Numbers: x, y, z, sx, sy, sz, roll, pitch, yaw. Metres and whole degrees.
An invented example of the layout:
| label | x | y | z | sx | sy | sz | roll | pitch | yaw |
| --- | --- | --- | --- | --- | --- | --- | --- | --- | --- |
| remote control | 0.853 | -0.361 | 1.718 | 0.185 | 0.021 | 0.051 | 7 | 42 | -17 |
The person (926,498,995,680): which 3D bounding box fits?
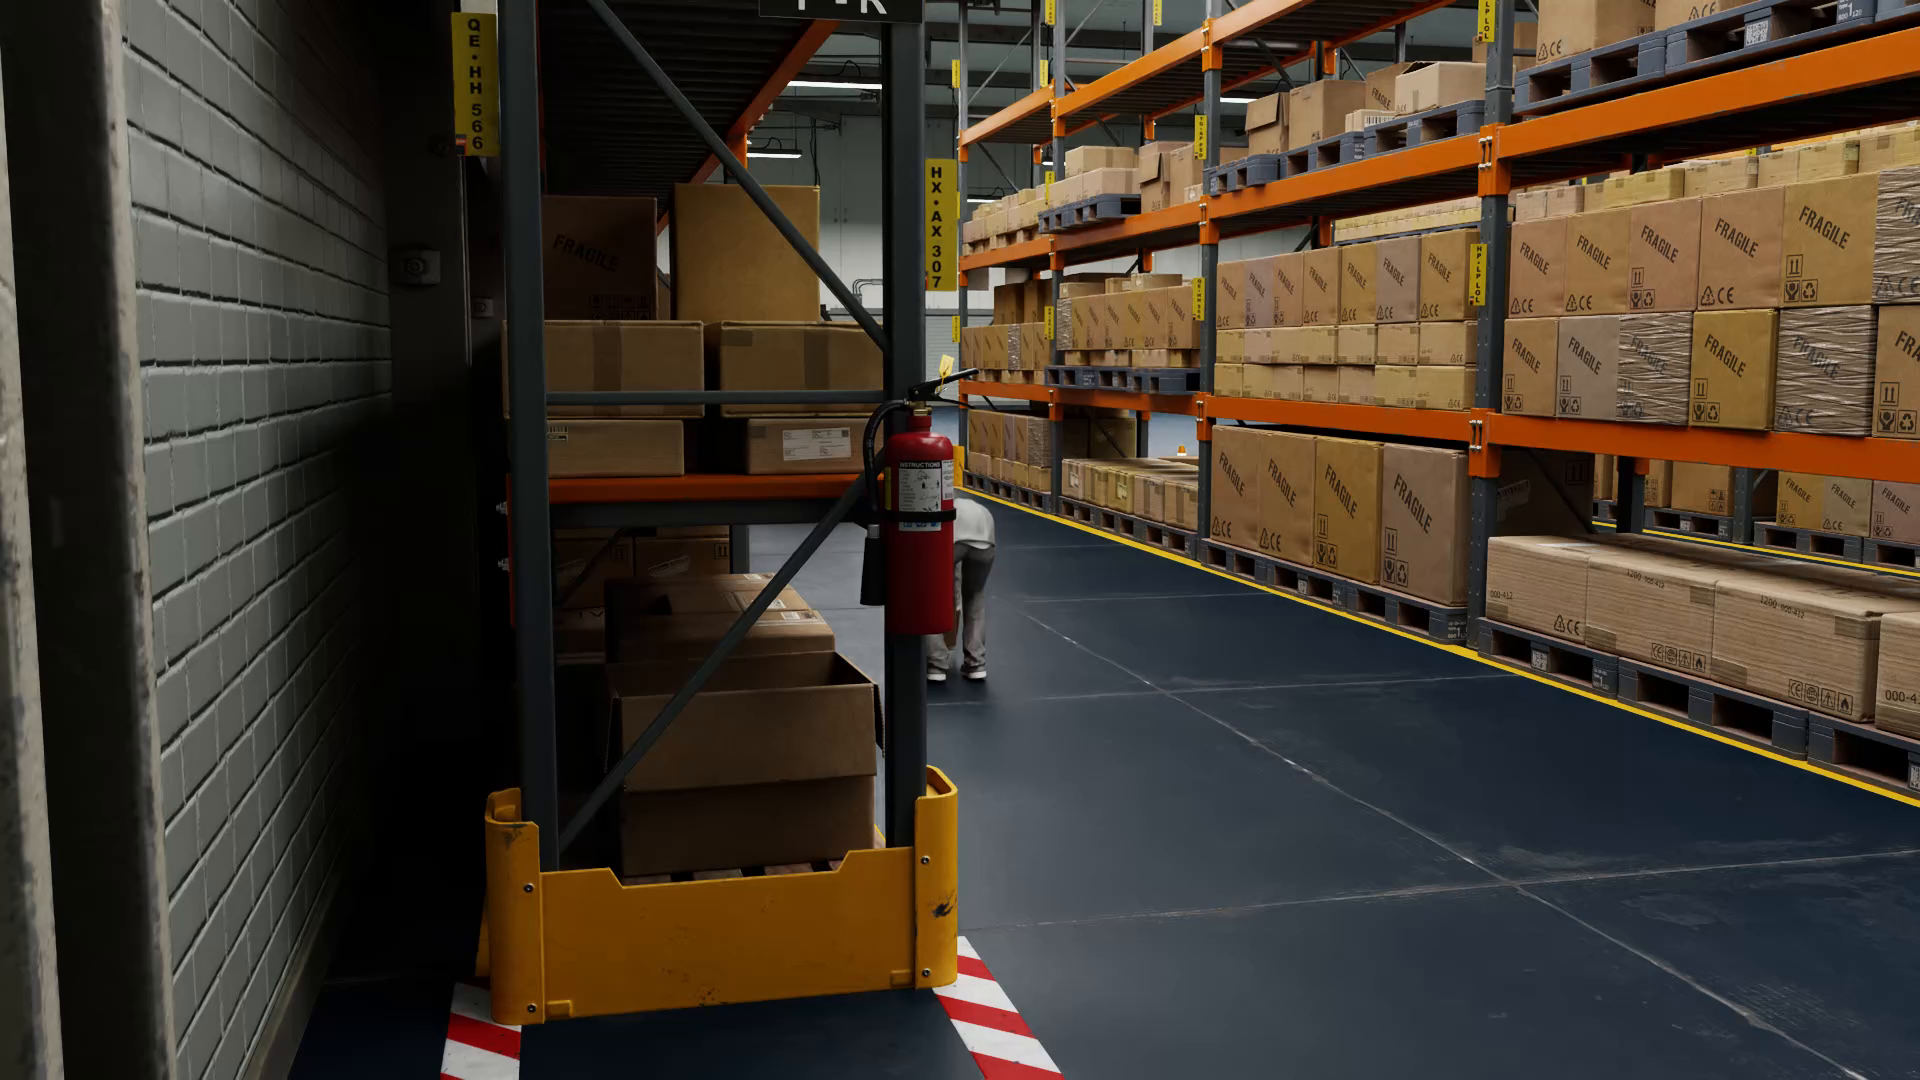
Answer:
| label | x | y | z | sx | sy | sz | roll | pitch | yaw |
| --- | --- | --- | --- | --- | --- | --- | --- | --- | --- |
| person | -0.090 | 0.229 | 8.424 | 0.418 | 0.911 | 0.858 | -2 | 7 | -19 |
